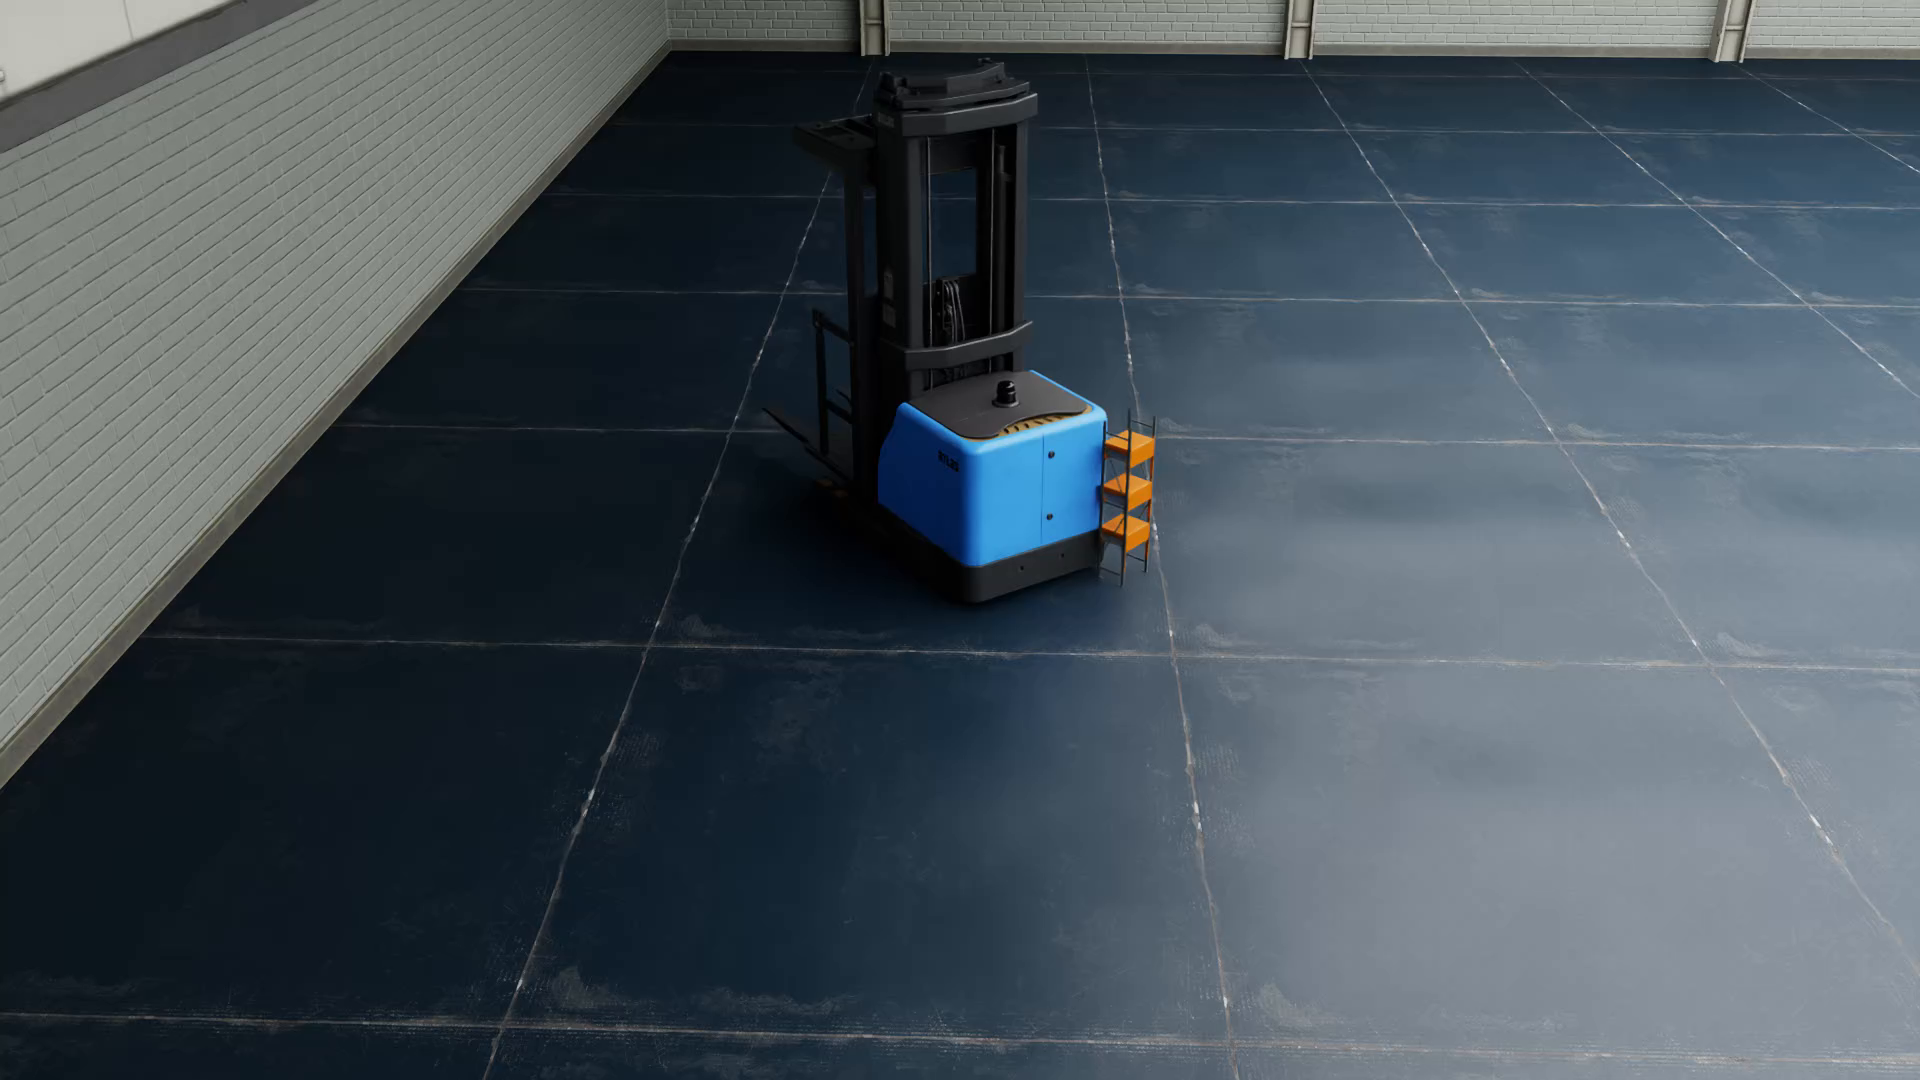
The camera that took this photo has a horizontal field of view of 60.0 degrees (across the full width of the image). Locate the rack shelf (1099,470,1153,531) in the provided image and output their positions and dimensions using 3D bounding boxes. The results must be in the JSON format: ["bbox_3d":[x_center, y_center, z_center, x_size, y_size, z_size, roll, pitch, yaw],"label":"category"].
[{"bbox_3d":[1.000,-0.240,10.029,0.215,0.259,0.240,22,35,36],"label":"rack shelf"}]

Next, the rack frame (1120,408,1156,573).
[{"bbox_3d":[1.080,-0.292,10.105,0.200,1.050,0.008,22,35,36],"label":"rack frame"}]

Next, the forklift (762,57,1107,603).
[{"bbox_3d":[-0.334,-1.570,10.507,1.130,2.935,3.031,-17,32,-29],"label":"forklift"}]

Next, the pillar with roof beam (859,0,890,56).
[{"bbox_3d":[-1.362,-8.928,17.909,0.400,9.000,9.100,1,28,2],"label":"pillar with roof beam"}]

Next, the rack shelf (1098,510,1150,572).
[{"bbox_3d":[1.000,0.006,10.159,0.215,0.259,0.240,22,35,36],"label":"rack shelf"}]

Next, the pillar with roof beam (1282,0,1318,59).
[{"bbox_3d":[4.634,-8.828,17.722,0.400,9.000,9.100,1,28,2],"label":"pillar with roof beam"}]

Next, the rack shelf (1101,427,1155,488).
[{"bbox_3d":[1.000,-0.490,9.896,0.215,0.259,0.240,22,35,36],"label":"rack shelf"}]

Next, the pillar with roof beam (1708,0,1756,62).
[{"bbox_3d":[10.630,-8.729,17.535,0.400,9.000,9.100,1,28,2],"label":"pillar with roof beam"}]

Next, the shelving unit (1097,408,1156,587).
[{"bbox_3d":[1.000,-0.249,10.024,0.215,1.050,0.252,22,35,36],"label":"shelving unit"}]

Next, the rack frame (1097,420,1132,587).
[{"bbox_3d":[0.920,-0.206,9.943,0.200,1.050,0.008,22,35,36],"label":"rack frame"}]
